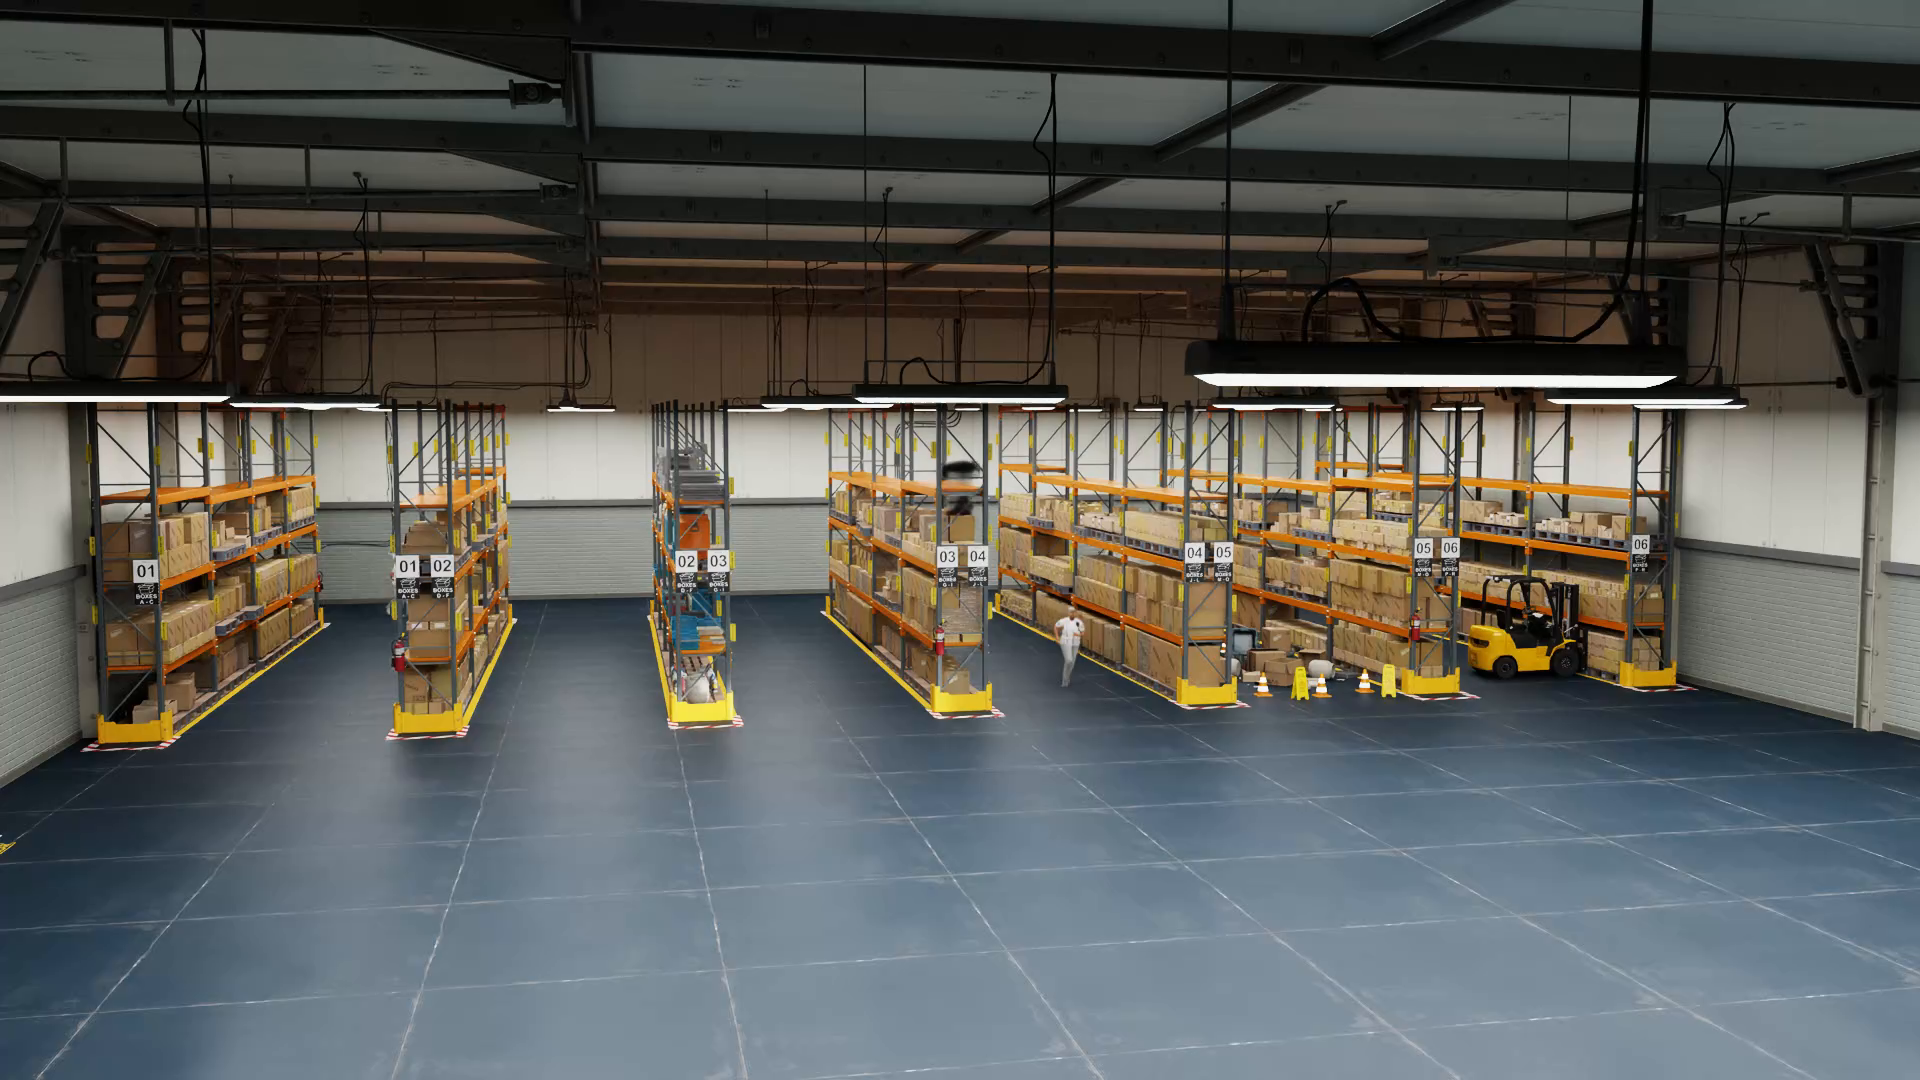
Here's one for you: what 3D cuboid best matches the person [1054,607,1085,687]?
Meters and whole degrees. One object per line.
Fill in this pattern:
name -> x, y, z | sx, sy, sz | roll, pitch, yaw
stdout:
person -> 2.341, 2.258, 35.223 | 0.586, 1.711, 0.692 | -1, 5, -19

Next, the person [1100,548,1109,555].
person -> 4.563, 0.933, 52.010 | 0.809, 1.829, 0.644 | -2, 5, -27

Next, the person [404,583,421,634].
person -> -14.259, 1.573, 43.467 | 0.646, 1.809, 0.718 | -1, 4, -8

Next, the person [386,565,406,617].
person -> -15.909, 1.306, 47.244 | 0.576, 1.735, 0.744 | 1, 4, 15
